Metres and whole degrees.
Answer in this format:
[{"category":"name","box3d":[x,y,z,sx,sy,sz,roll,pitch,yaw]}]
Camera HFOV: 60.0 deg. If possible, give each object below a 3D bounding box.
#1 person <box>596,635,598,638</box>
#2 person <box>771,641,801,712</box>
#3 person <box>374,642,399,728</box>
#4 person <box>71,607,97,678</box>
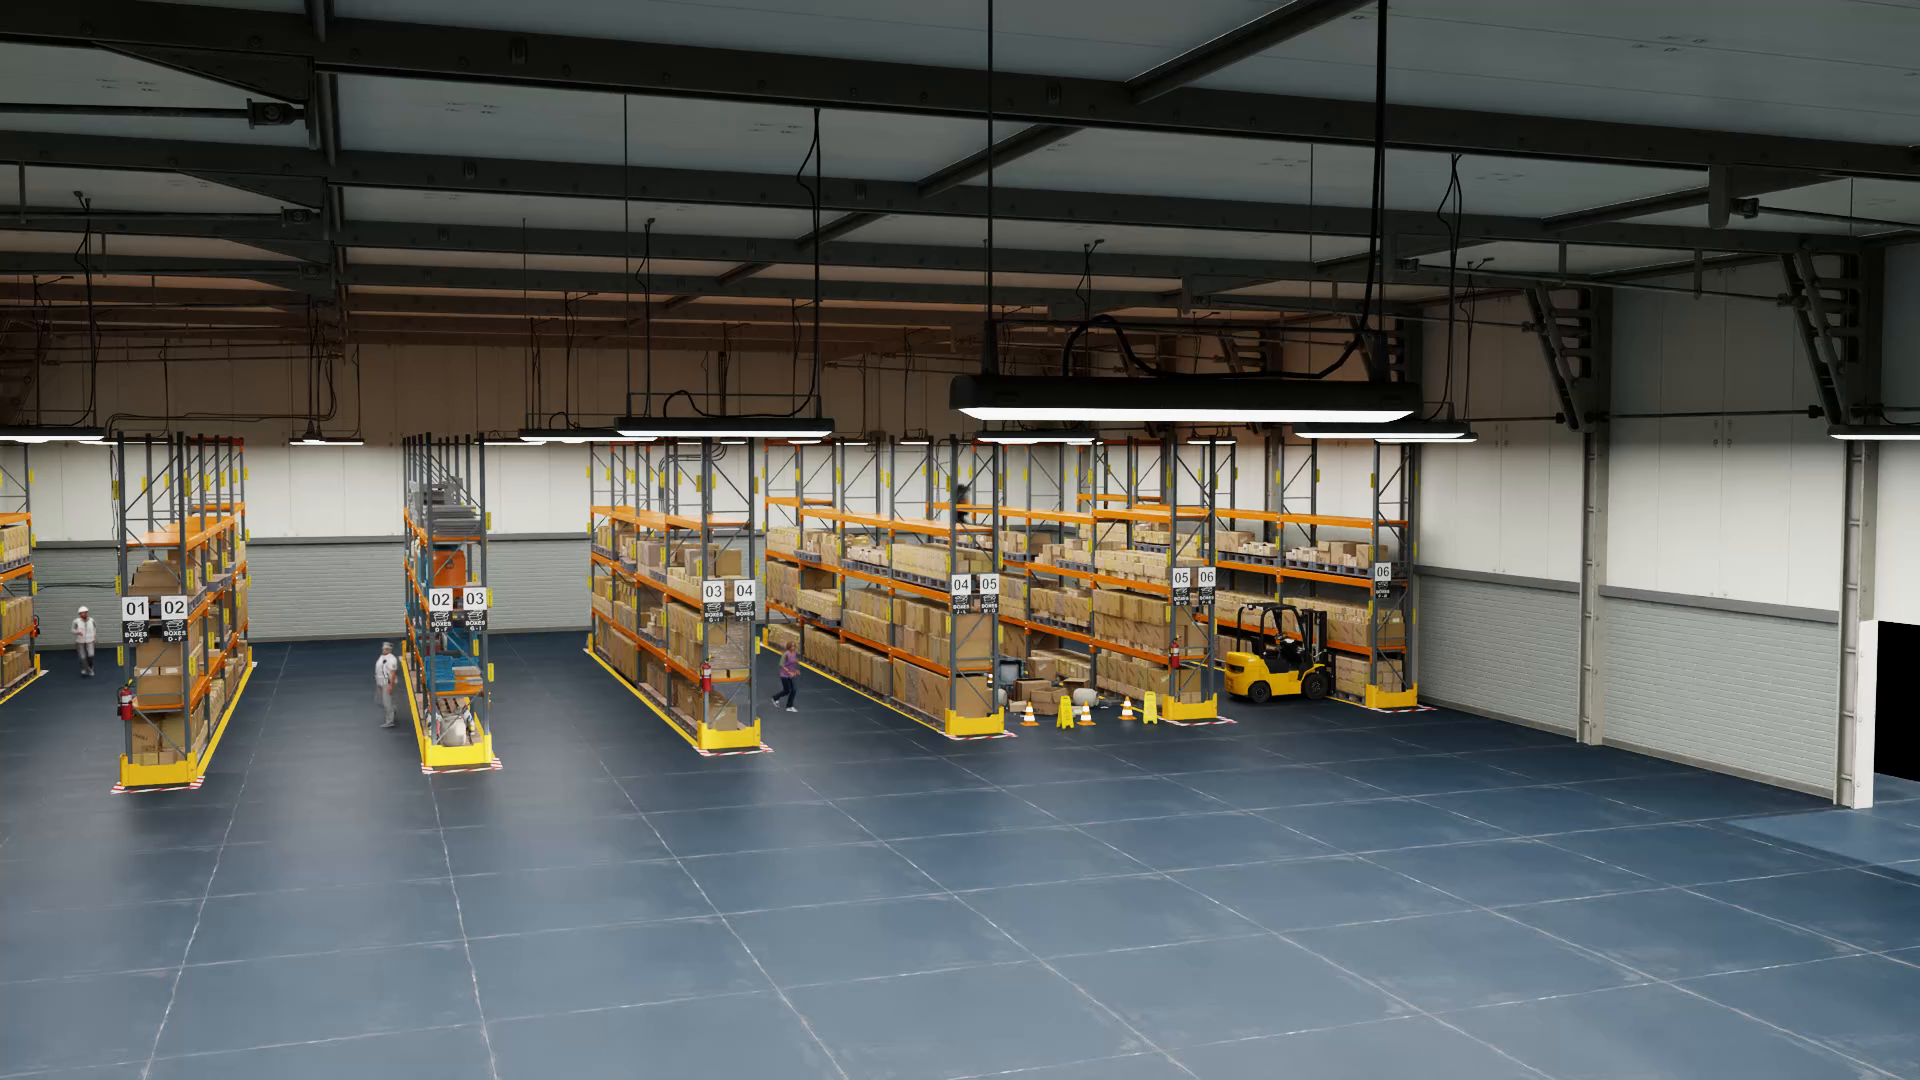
[{"category":"person","box3d":[-10.087,2.190,47.995,0.982,1.773,0.714,0,3,-1]},{"category":"person","box3d":[-3.806,2.953,36.132,0.702,1.552,0.542,2,4,38]},{"category":"person","box3d":[-11.757,2.951,34.216,0.736,1.757,0.613,3,4,38]},{"category":"person","box3d":[-21.819,2.551,41.447,0.602,1.796,0.768,-2,4,-32]}]
